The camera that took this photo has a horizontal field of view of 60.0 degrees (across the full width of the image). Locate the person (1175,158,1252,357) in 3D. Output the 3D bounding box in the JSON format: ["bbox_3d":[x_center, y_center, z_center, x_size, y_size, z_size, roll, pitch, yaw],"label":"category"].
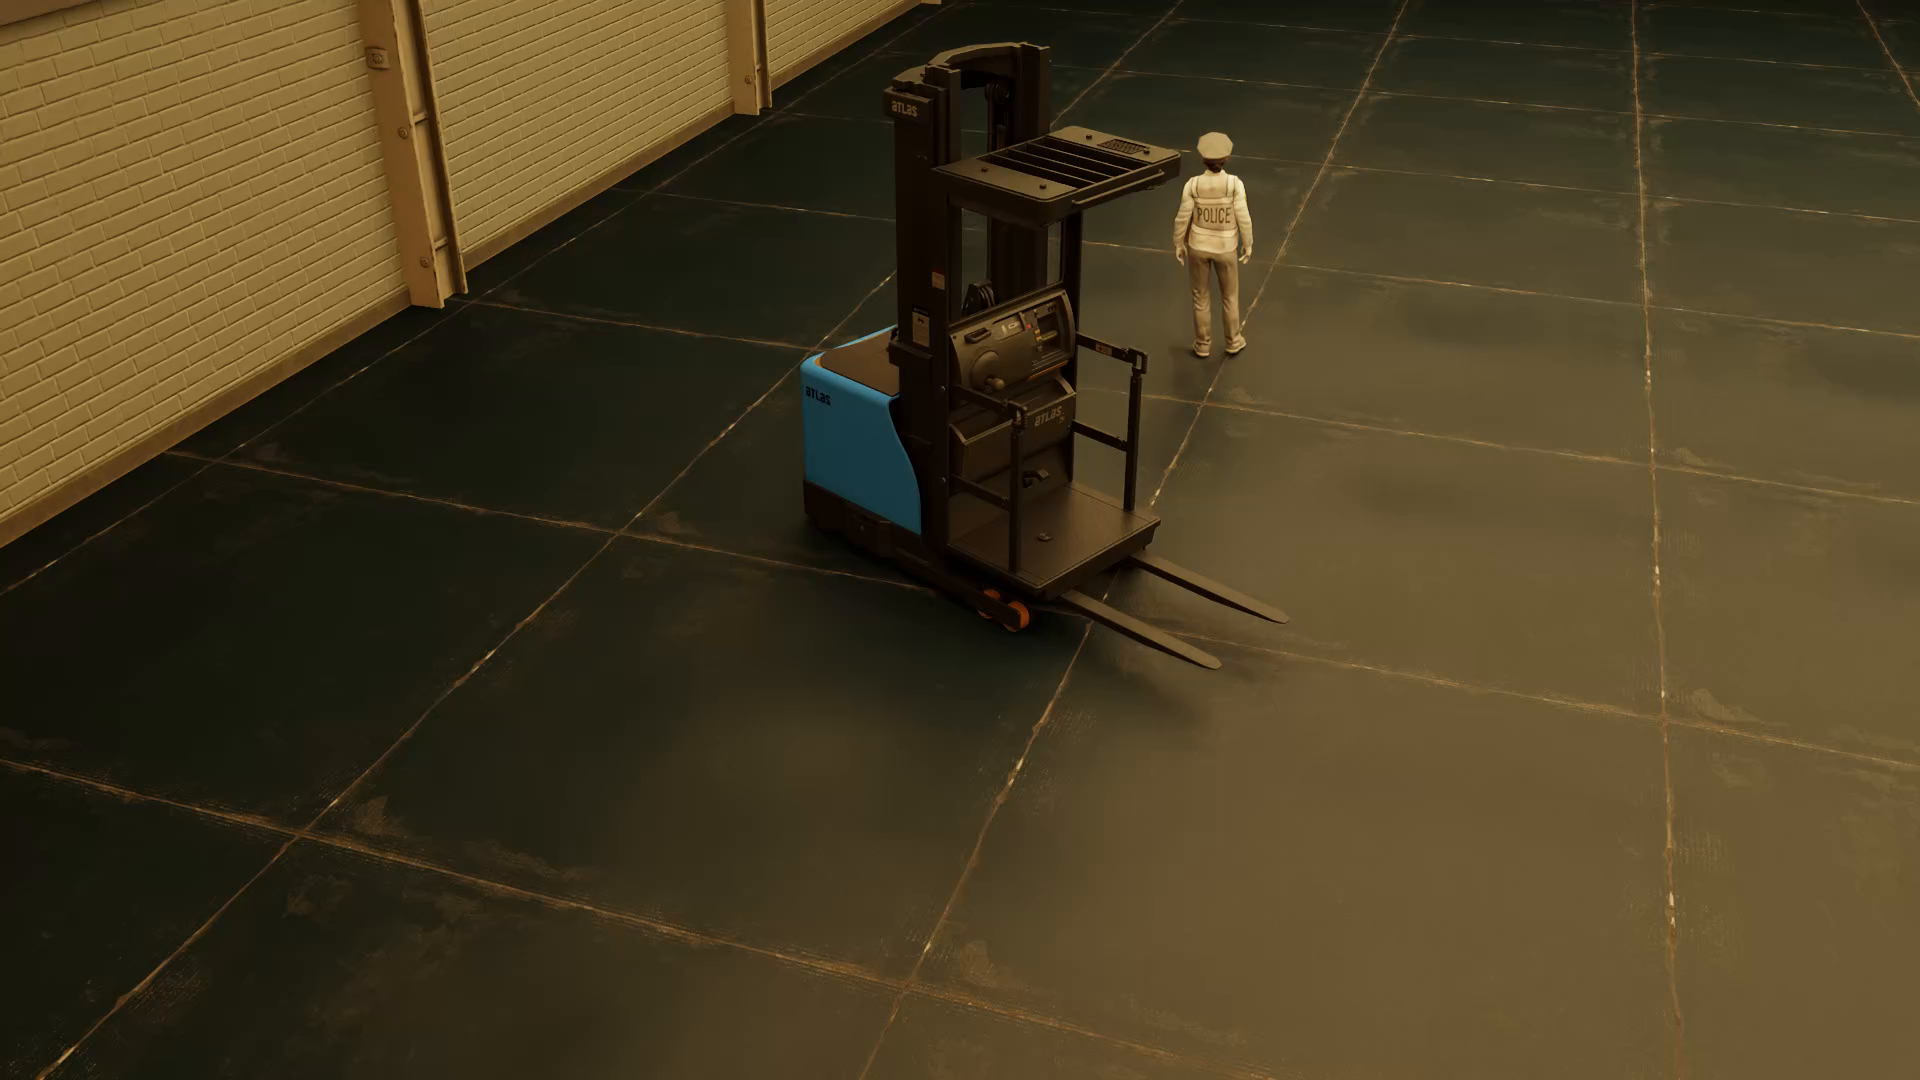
[{"bbox_3d":[1.865,-2.145,12.178,0.568,1.651,0.501,6,30,11],"label":"person"}]

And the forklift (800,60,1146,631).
[{"bbox_3d":[0.057,-1.219,9.338,1.939,2.867,1.129,26,38,37],"label":"forklift"}]
